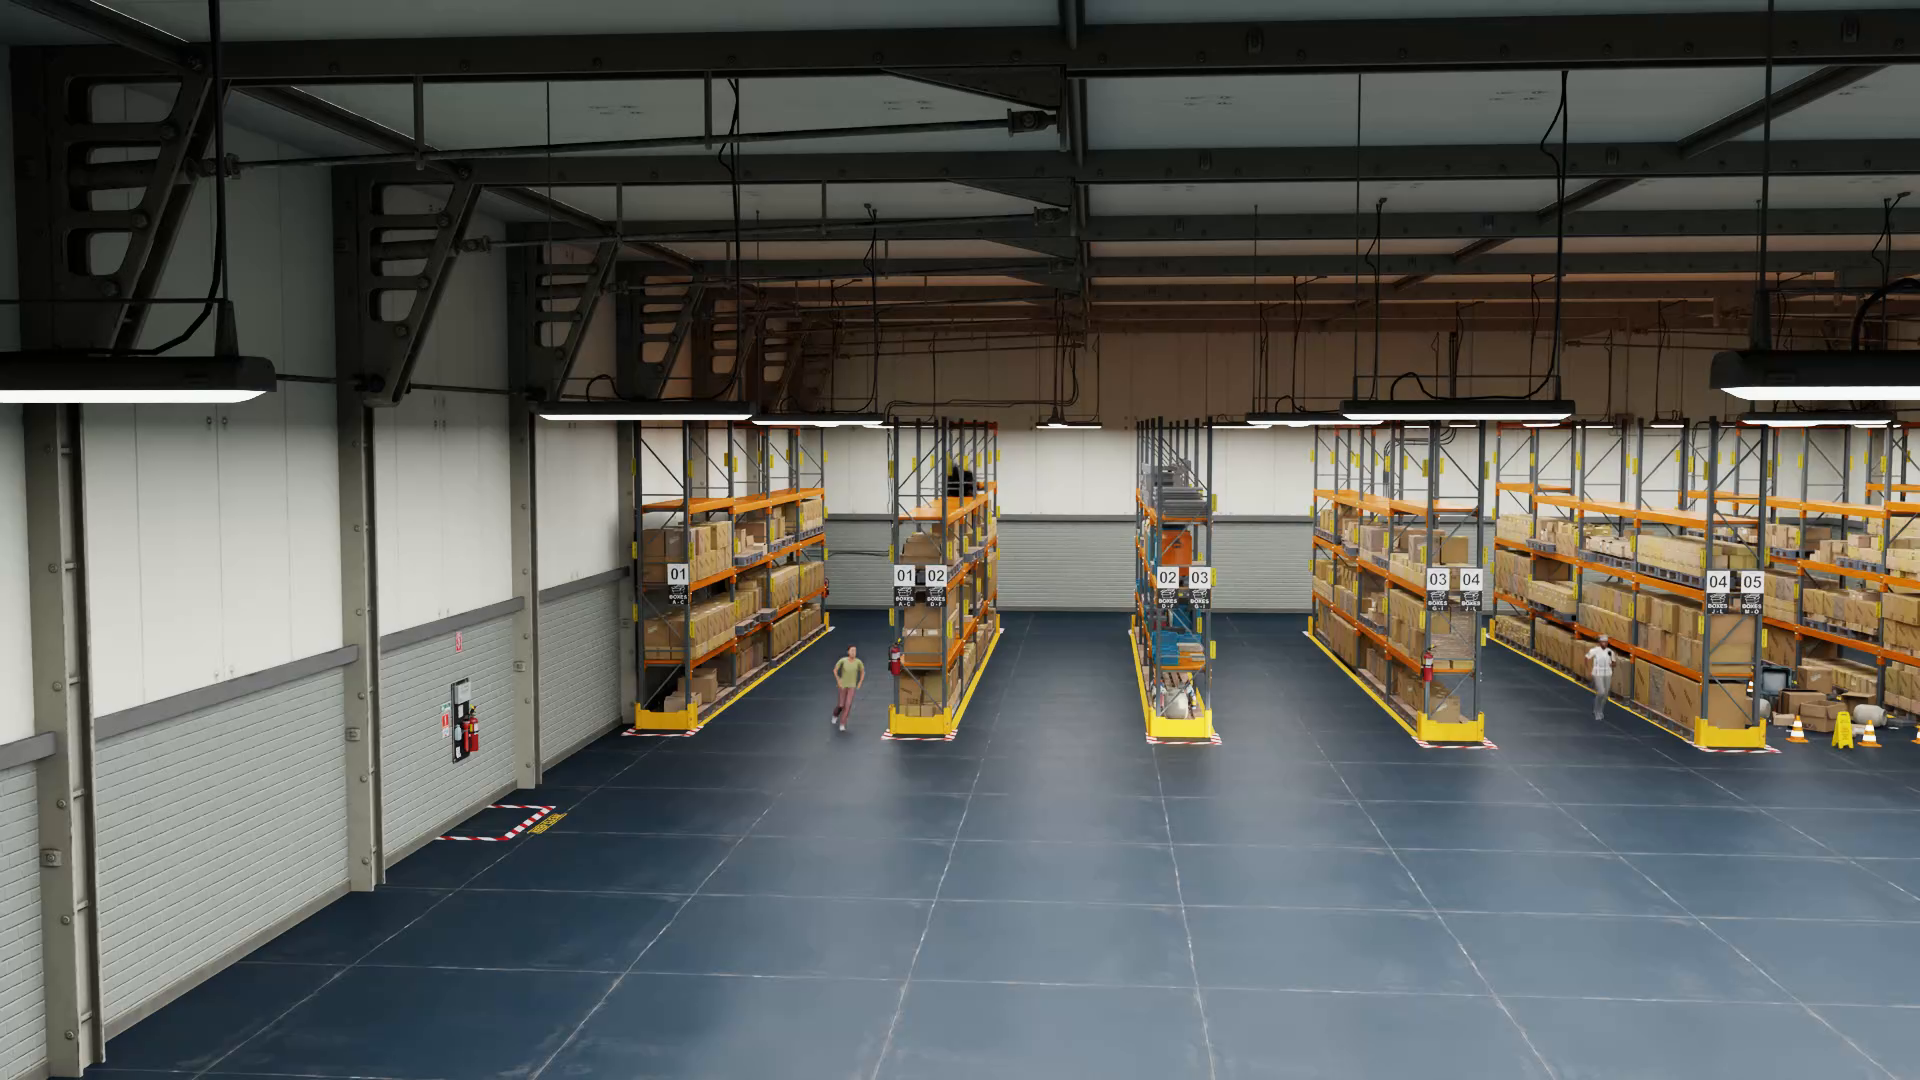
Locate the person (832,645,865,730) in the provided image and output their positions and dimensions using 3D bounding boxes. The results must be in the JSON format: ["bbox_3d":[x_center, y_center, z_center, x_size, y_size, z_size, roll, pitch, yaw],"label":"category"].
[{"bbox_3d":[-2.133,2.829,32.034,0.625,1.597,0.625,-1,4,-12],"label":"person"}]

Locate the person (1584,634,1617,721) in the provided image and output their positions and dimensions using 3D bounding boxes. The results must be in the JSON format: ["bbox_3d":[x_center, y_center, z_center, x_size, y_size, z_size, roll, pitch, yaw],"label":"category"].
[{"bbox_3d":[12.739,2.732,32.996,0.541,1.736,0.712,0,4,-4],"label":"person"}]
